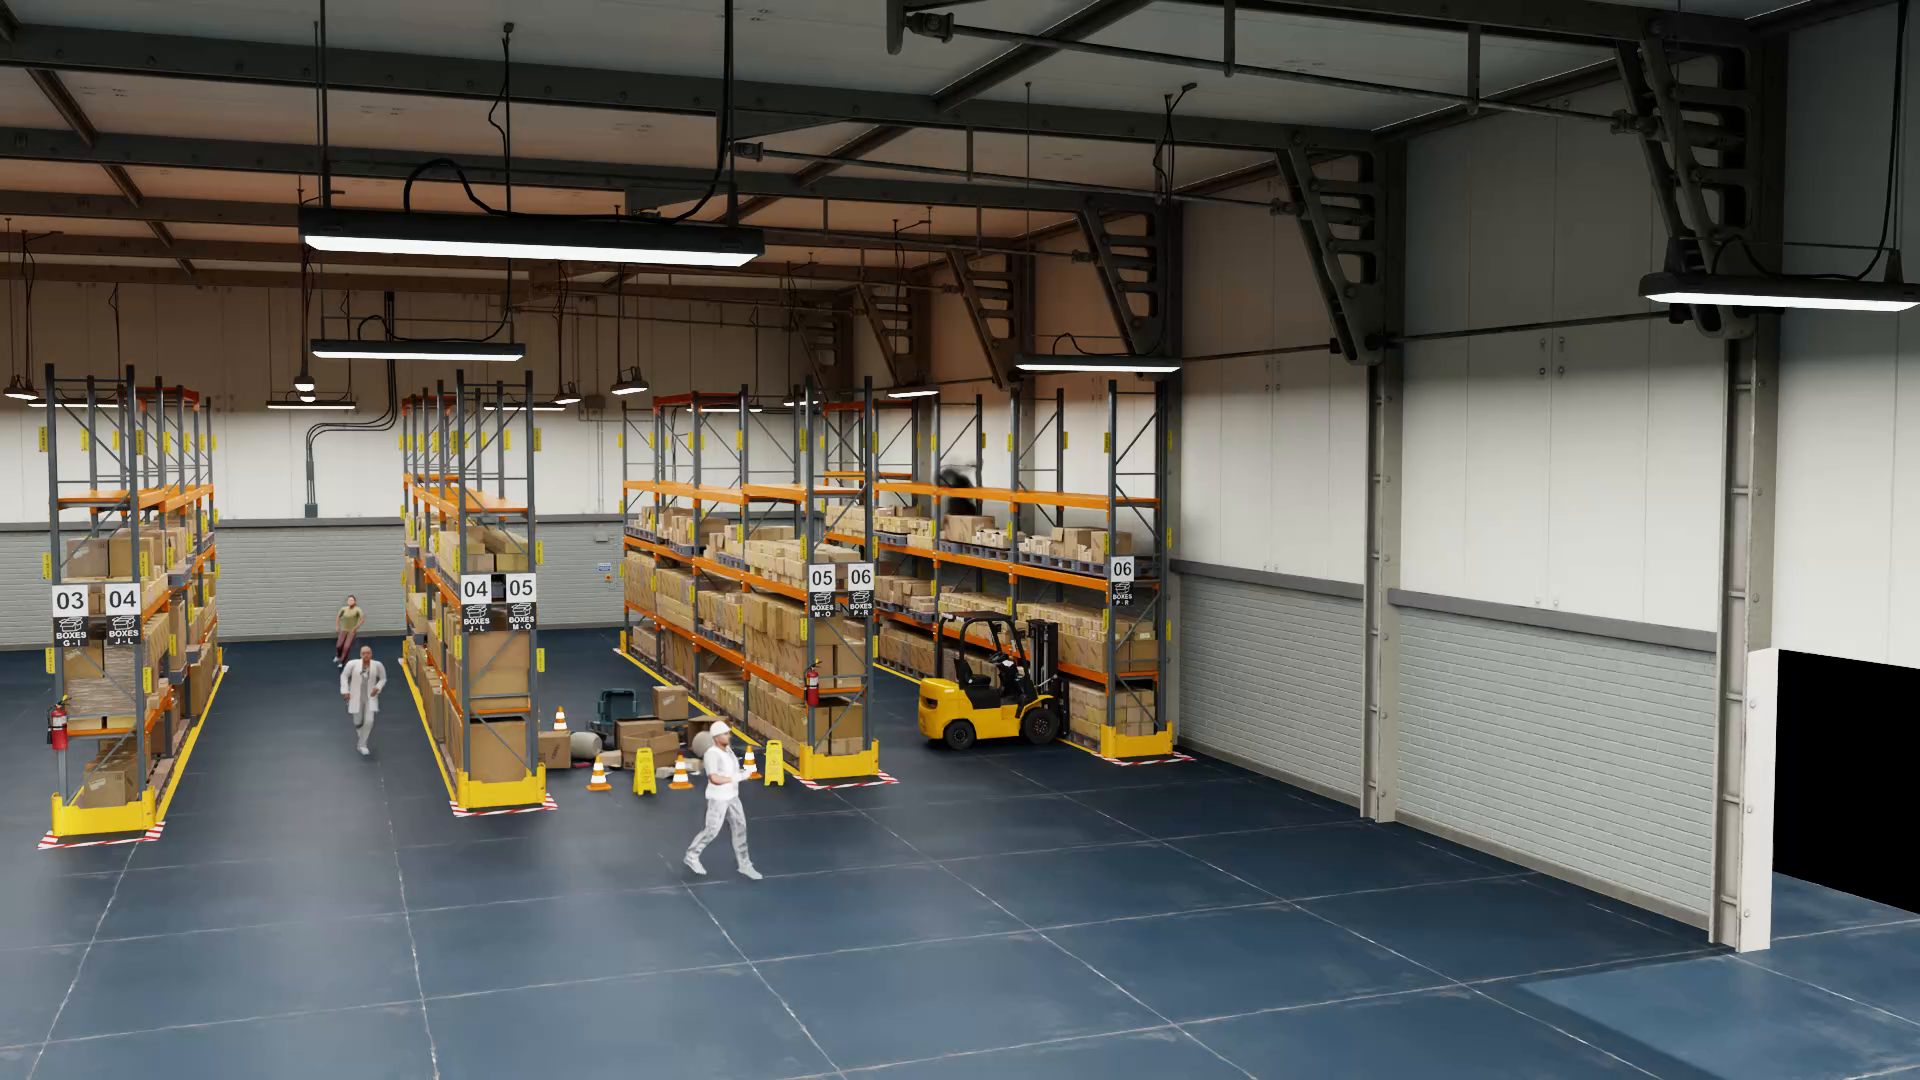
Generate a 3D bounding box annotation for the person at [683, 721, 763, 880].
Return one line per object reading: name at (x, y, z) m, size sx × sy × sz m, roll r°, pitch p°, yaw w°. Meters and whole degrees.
person at (-2.721, 2.971, 19.019) m, size 0.928 × 1.810 × 0.677 m, roll 1°, pitch 4°, yaw 18°

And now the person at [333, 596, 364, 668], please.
person at (-13.669, 2.033, 37.149) m, size 0.712 × 1.601 × 0.538 m, roll -1°, pitch 3°, yaw -9°

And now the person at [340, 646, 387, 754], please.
person at (-9.670, 2.576, 26.990) m, size 0.712 × 1.738 × 0.738 m, roll -1°, pitch 4°, yaw -22°
